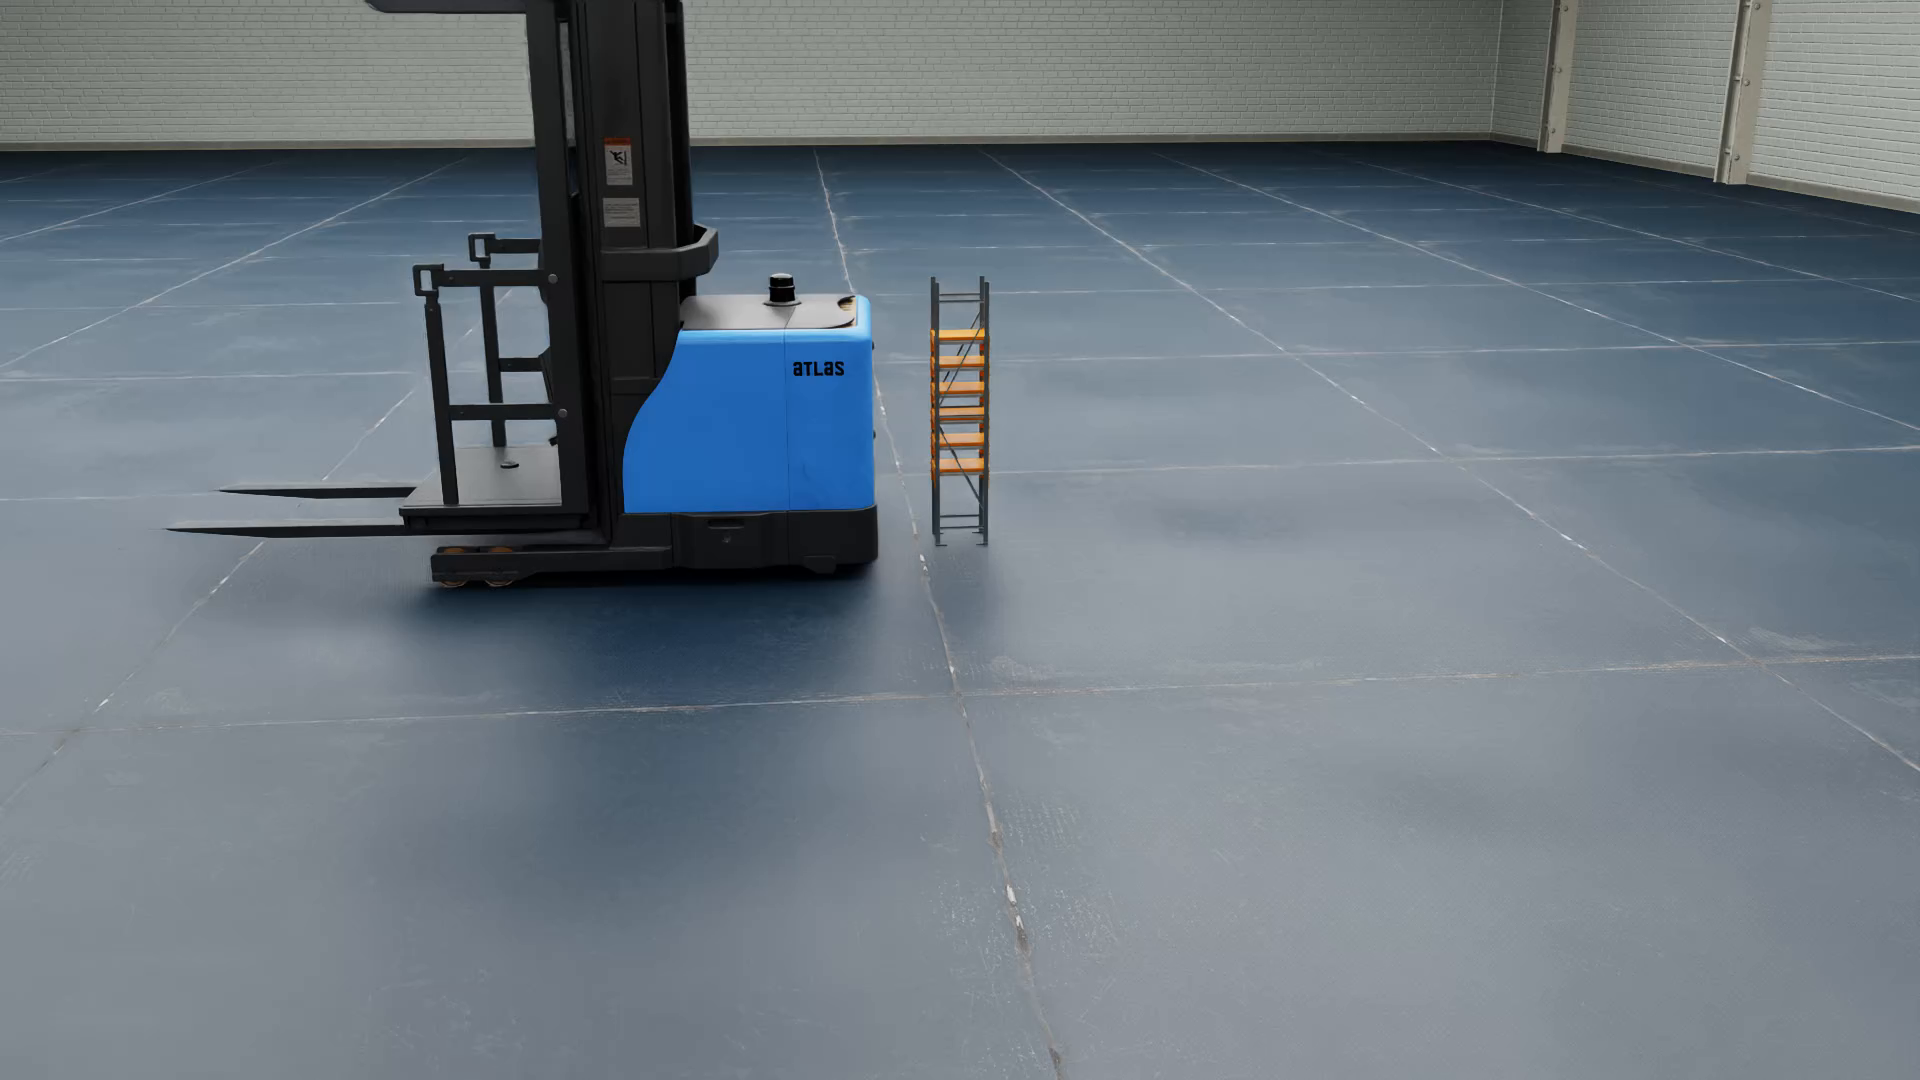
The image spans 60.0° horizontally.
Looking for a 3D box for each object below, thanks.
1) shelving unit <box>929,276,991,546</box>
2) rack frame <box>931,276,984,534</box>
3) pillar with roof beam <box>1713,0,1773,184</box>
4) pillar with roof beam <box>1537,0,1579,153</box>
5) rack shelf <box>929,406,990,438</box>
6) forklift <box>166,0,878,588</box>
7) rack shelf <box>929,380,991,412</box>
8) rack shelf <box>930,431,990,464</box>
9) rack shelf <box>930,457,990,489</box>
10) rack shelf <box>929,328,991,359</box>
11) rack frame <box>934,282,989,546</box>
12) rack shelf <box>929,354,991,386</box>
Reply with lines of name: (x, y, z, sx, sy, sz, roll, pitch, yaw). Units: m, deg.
shelving unit: (-0.001, -0.577, 7.511, 0.258, 1.200, 0.189, -2, 18, -6)
rack frame: (-0.011, -0.604, 7.598, 0.240, 1.200, 0.006, -2, 18, -6)
pillar with roof beam: (6.973, -9.377, 22.522, 9.100, 9.000, 0.400, -2, 18, -6)
pillar with roof beam: (6.354, -11.165, 28.216, 9.100, 9.000, 0.400, -2, 18, -6)
rack shelf: (-0.001, -0.534, 7.524, 0.258, 0.103, 0.180, -2, 18, -6)
forklift: (-1.893, -1.359, 7.114, 3.031, 2.935, 1.130, -1, 17, -3)
rack shelf: (-0.001, -0.649, 7.488, 0.258, 0.103, 0.180, -2, 18, -6)
rack shelf: (-0.001, -0.420, 7.560, 0.258, 0.103, 0.180, -2, 18, -6)
rack shelf: (-0.001, -0.305, 7.596, 0.258, 0.103, 0.180, -2, 18, -6)
rack shelf: (-0.002, -0.878, 7.417, 0.258, 0.103, 0.180, -2, 18, -6)
rack frame: (0.008, -0.550, 7.424, 0.240, 1.200, 0.006, -2, 18, -6)
rack shelf: (-0.002, -0.763, 7.453, 0.258, 0.103, 0.180, -2, 18, -6)
